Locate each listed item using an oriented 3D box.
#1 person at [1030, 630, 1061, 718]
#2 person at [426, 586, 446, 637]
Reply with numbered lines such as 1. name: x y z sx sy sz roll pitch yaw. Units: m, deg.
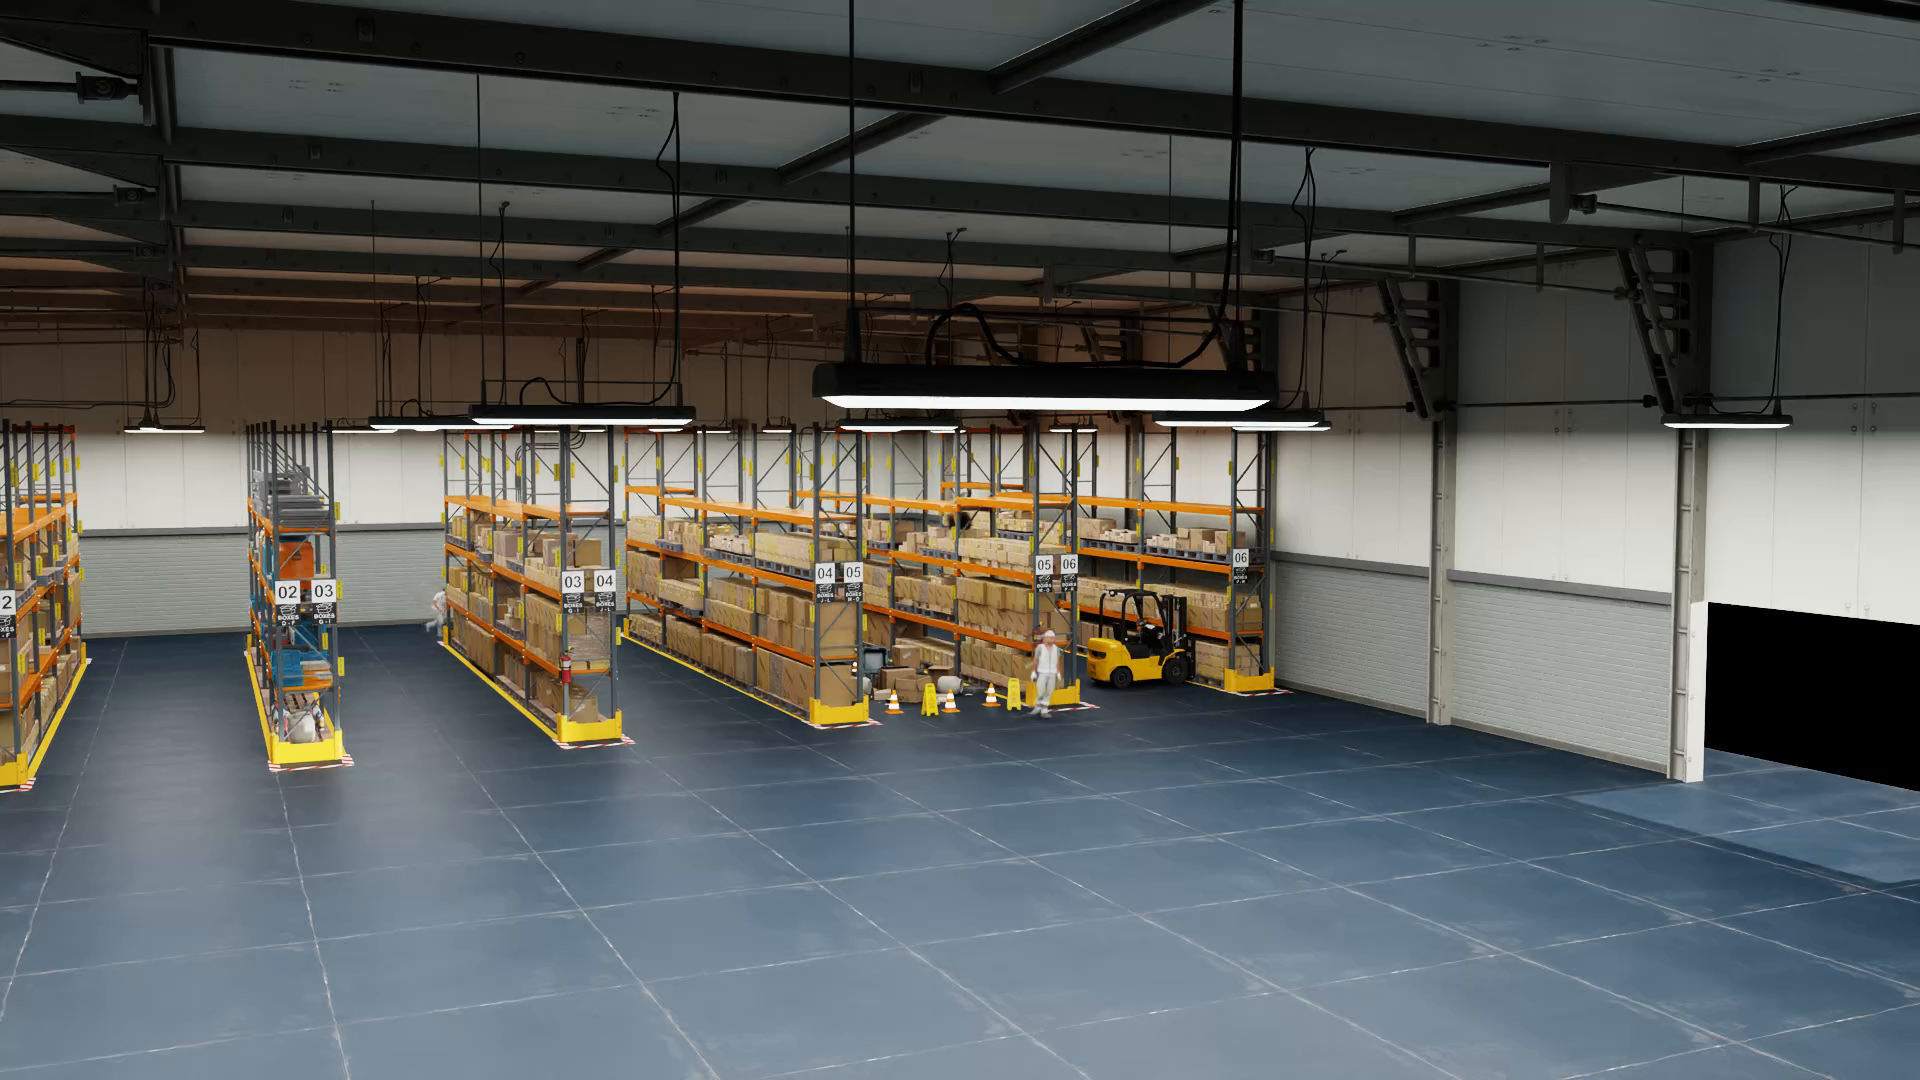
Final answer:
1. person: 1.727 2.715 33.701 0.616 1.781 0.427 -1 4 -22
2. person: -14.874 2.021 47.564 0.981 1.478 0.607 2 4 28
